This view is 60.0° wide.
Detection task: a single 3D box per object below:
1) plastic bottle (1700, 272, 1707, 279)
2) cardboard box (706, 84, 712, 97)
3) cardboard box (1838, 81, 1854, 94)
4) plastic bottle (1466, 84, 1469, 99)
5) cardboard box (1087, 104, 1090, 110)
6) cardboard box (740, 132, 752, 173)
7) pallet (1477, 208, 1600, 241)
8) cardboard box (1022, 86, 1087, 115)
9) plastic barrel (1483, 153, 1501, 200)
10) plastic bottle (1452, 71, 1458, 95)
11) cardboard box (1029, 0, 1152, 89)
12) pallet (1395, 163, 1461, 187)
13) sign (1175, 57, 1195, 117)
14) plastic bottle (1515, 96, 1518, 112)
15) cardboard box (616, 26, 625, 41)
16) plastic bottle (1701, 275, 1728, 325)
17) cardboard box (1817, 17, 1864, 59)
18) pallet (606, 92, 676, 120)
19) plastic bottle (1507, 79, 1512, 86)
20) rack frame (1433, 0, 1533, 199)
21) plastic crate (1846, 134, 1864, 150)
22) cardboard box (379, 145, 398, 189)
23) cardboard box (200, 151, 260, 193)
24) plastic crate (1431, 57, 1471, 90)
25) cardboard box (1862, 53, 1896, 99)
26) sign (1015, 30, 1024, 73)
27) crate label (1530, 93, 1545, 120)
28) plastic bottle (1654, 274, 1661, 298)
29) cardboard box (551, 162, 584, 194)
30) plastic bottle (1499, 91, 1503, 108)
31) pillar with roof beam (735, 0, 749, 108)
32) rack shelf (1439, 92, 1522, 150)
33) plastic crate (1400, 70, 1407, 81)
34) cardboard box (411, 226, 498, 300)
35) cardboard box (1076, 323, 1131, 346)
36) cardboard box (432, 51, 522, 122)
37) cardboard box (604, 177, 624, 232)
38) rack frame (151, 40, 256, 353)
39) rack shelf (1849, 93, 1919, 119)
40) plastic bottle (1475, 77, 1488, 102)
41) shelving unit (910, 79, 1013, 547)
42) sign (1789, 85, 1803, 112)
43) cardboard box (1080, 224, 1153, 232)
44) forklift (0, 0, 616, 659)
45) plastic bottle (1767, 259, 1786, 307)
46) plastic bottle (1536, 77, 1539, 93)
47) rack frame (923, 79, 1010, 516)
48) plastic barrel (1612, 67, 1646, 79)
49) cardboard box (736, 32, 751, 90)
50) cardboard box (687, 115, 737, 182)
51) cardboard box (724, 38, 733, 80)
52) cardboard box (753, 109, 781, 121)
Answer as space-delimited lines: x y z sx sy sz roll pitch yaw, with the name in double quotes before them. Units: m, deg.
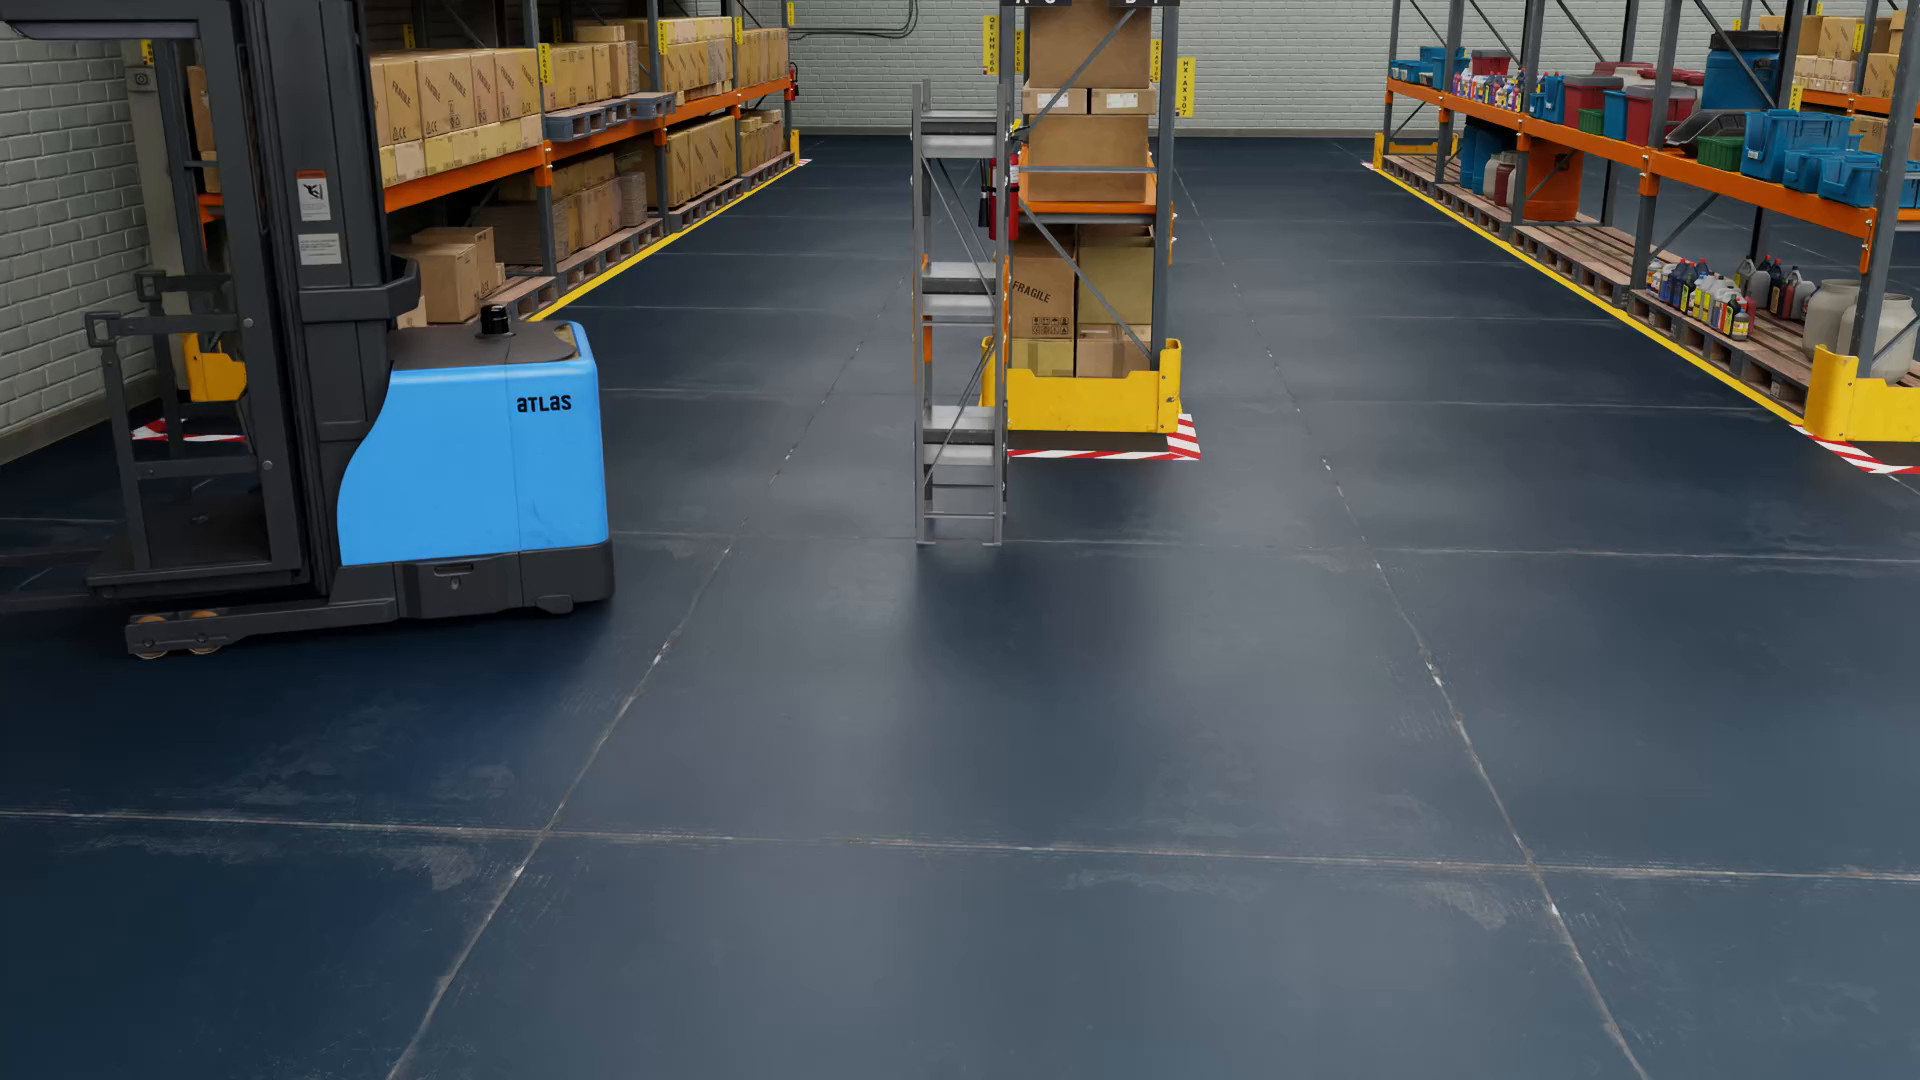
"plastic bottle" 5.588 -1.885 12.534 0.097 0.271 0.097 0 18 0
"cardboard box" -3.202 -5.430 20.049 0.380 0.149 0.250 1 18 4
"cardboard box" 11.159 -5.618 20.656 0.380 0.149 0.250 1 18 4
"plastic bottle" 6.035 -5.307 19.621 0.097 0.201 0.097 0 18 0
"cardboard box" 0.802 -2.486 10.534 0.700 0.500 0.500 2 18 5
"cardboard box" -3.202 -5.209 22.343 0.700 0.500 0.500 2 18 5
"pallet" 6.252 -3.425 18.036 1.003 0.211 1.213 1 18 4
"cardboard box" 0.560 -2.610 9.868 0.380 0.149 0.250 1 18 3
"plastic barrel" 6.287 -4.202 19.250 0.421 0.512 0.421 0 18 0
"plastic bottle" 6.072 -5.586 20.342 0.061 0.283 0.133 1 18 4
"cardboard box" 0.773 -2.956 9.884 0.700 0.500 0.500 1 18 4
"pallet" 6.622 -5.030 22.936 1.003 0.211 1.213 1 18 4
"sign" 1.276 -2.566 9.419 0.100 0.325 0.005 1 18 4
"plastic bottle" 5.867 -4.580 17.403 0.097 0.201 0.097 0 18 0
"cardboard box" -3.639 -5.182 17.012 0.380 0.149 0.250 -1 18 -3
"plastic bottle" 5.421 -1.722 11.909 0.144 0.351 0.185 2 18 6
"cardboard box" 11.270 -6.366 21.094 0.500 0.500 0.500 1 18 4
"pallet" -3.590 -4.410 16.873 1.213 0.211 1.003 1 18 4
"plastic bottle" 6.692 -5.519 20.269 0.097 0.201 0.097 0 18 0
"rack frame" 6.524 -5.746 20.643 1.000 3.000 0.127 1 18 4
"plastic crate" 6.142 -2.841 12.016 0.499 0.251 0.616 1 18 4
"cardboard box" -3.867 -2.323 10.405 0.500 0.250 0.500 1 18 2
"cardboard box" -4.378 -2.328 10.420 0.500 0.250 0.500 2 18 5
"plastic crate" 6.217 -5.920 21.101 0.392 0.384 0.575 1 18 4
"cardboard box" 11.182 -5.546 19.871 0.500 0.500 0.500 1 18 4
"sign" 0.468 -3.895 13.261 0.100 0.325 0.005 1 18 4
"crate label" 5.833 -4.302 16.503 0.303 0.233 0.416 1 18 4
"plastic bottle" 5.475 -1.989 12.962 0.097 0.201 0.097 0 18 0
"cardboard box" -3.834 -3.388 15.549 0.500 0.250 0.500 1 18 2
"plastic bottle" 5.918 -4.803 18.083 0.097 0.201 0.097 0 18 0
"pillar with roof beam" 0.554 -10.822 26.500 9.100 9.000 0.400 1 18 4
"rack shelf" 6.380 -4.783 18.859 1.077 0.370 4.000 1 18 4
"plastic crate" 6.310 -6.514 23.313 0.250 0.136 0.298 1 18 4
"cardboard box" -3.966 -2.181 13.069 0.500 0.500 0.500 0 18 0
"cardboard box" 1.016 -1.341 10.940 0.500 0.250 0.500 1 18 4
"cardboard box" -3.687 -3.469 12.696 0.500 0.500 0.500 1 18 4
"cardboard box" -3.797 -3.364 16.681 0.700 0.500 0.500 1 18 4
"rack frame" -4.218 -2.240 9.943 1.000 3.000 0.127 1 18 4
"rack shelf" 11.320 -4.673 18.521 1.077 0.370 4.000 1 18 4
"plastic bottle" 6.027 -5.192 19.152 0.152 0.276 0.135 1 18 4
"shelving unit" 0.012 -1.049 7.753 0.431 2.100 0.503 1 18 4
"sign" 6.498 -3.377 12.969 0.100 0.325 0.005 1 18 4
"cardboard box" 1.094 -2.008 11.770 0.500 0.500 0.500 1 18 4
"forklift" -3.030 -1.110 6.602 3.031 2.935 1.130 -5 19 -15
"plastic bottle" 6.178 -1.946 12.592 0.144 0.351 0.185 0 18 1
"plastic bottle" 6.603 -5.169 19.086 0.097 0.271 0.097 0 18 0
"rack frame" 0.029 -1.125 7.984 0.400 2.100 0.015 1 18 4
"plastic barrel" 6.376 -4.233 15.844 0.421 0.512 0.421 0 18 0
"cardboard box" -3.303 -6.278 21.784 0.980 0.700 0.700 2 18 5
"cardboard box" -3.275 -4.941 20.962 0.750 0.750 0.750 1 18 5
"cardboard box" -3.140 -6.017 20.798 0.500 0.500 0.500 1 18 3
"cardboard box" -2.849 -6.266 24.527 0.380 0.149 0.250 1 18 3
